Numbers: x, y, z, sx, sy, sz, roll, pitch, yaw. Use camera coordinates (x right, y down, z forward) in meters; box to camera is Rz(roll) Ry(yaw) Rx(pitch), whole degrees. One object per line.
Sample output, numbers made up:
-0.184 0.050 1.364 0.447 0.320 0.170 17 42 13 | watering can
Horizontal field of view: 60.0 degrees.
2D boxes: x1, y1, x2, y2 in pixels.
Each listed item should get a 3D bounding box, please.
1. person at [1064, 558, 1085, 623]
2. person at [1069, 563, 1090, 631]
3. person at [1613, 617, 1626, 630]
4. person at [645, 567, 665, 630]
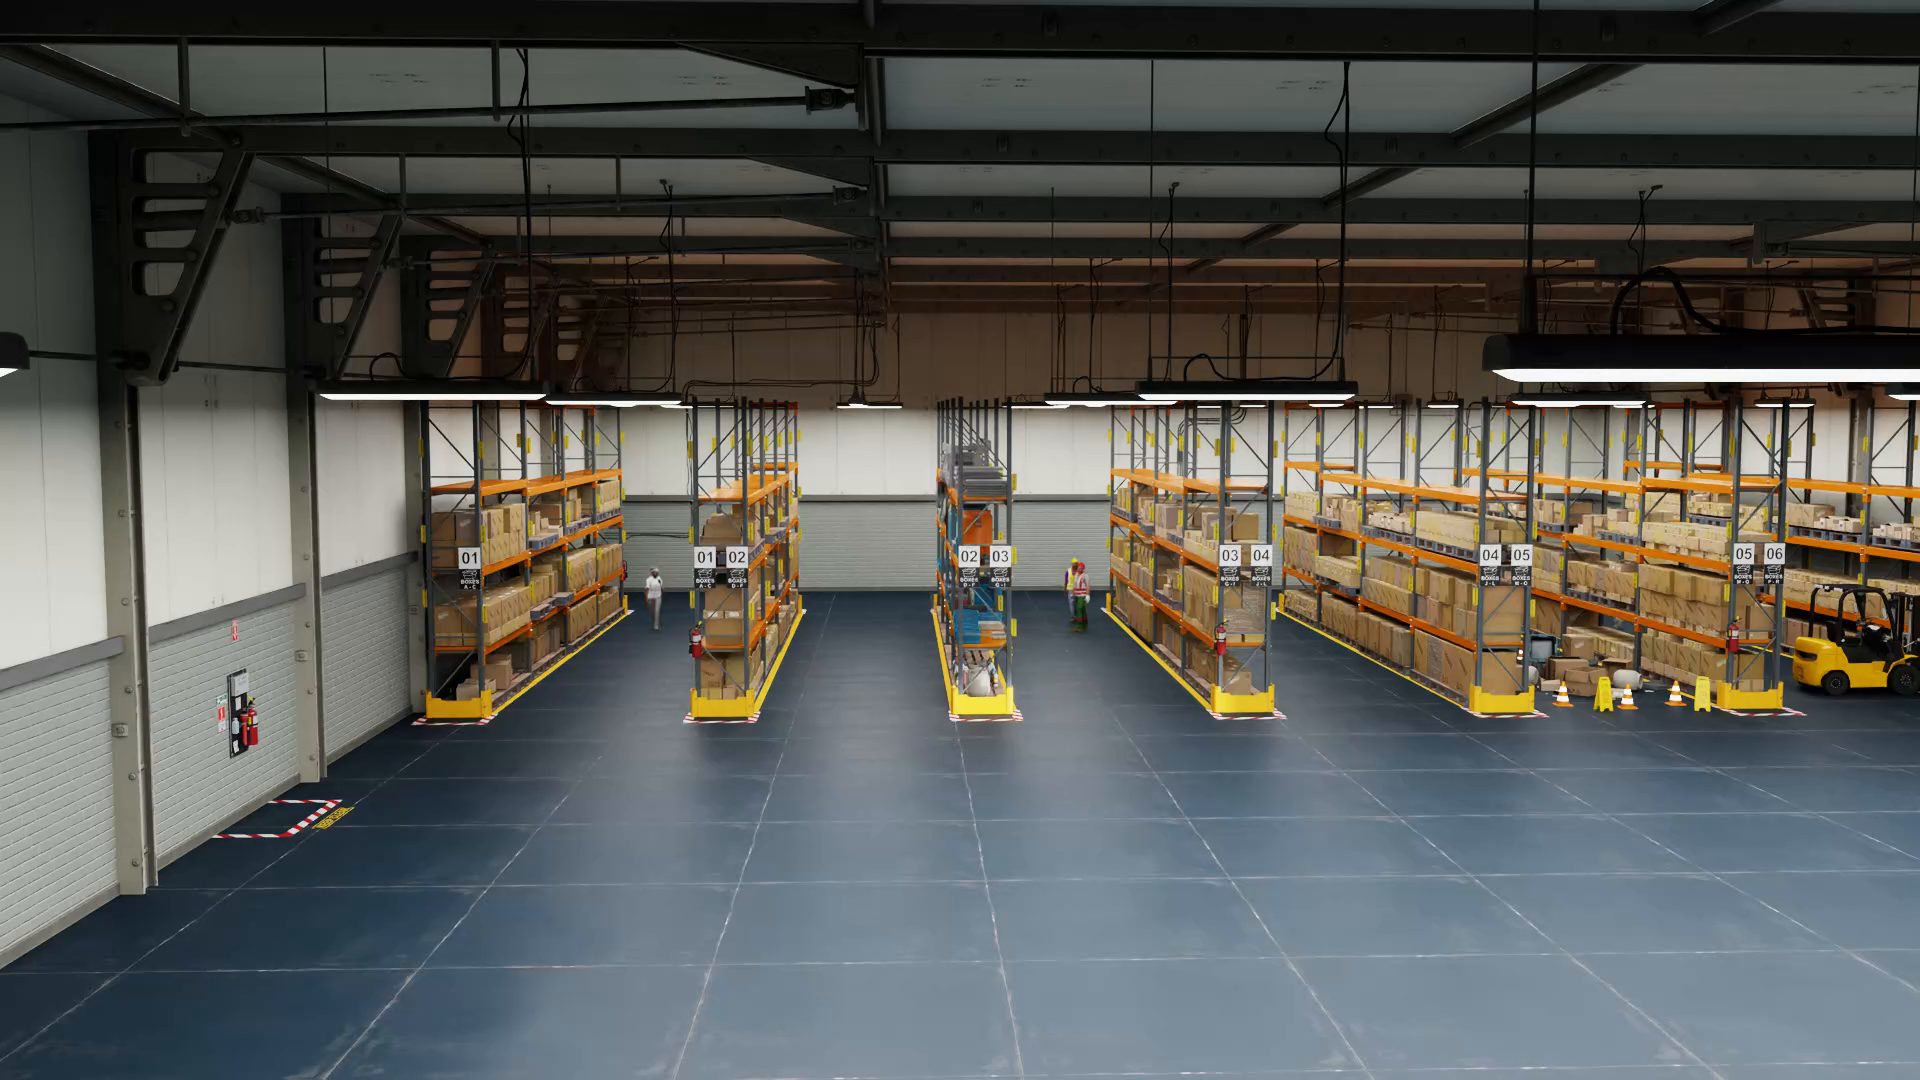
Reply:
3.144 1.362 45.256 0.582 1.717 1.058 0 4 -4 | person
3.065 1.477 43.437 0.630 1.784 0.559 -2 5 -20 | person
17.286 1.549 43.439 0.501 1.851 0.785 2 5 29 | person
-8.025 1.524 43.754 0.448 1.648 0.926 0 4 2 | person
